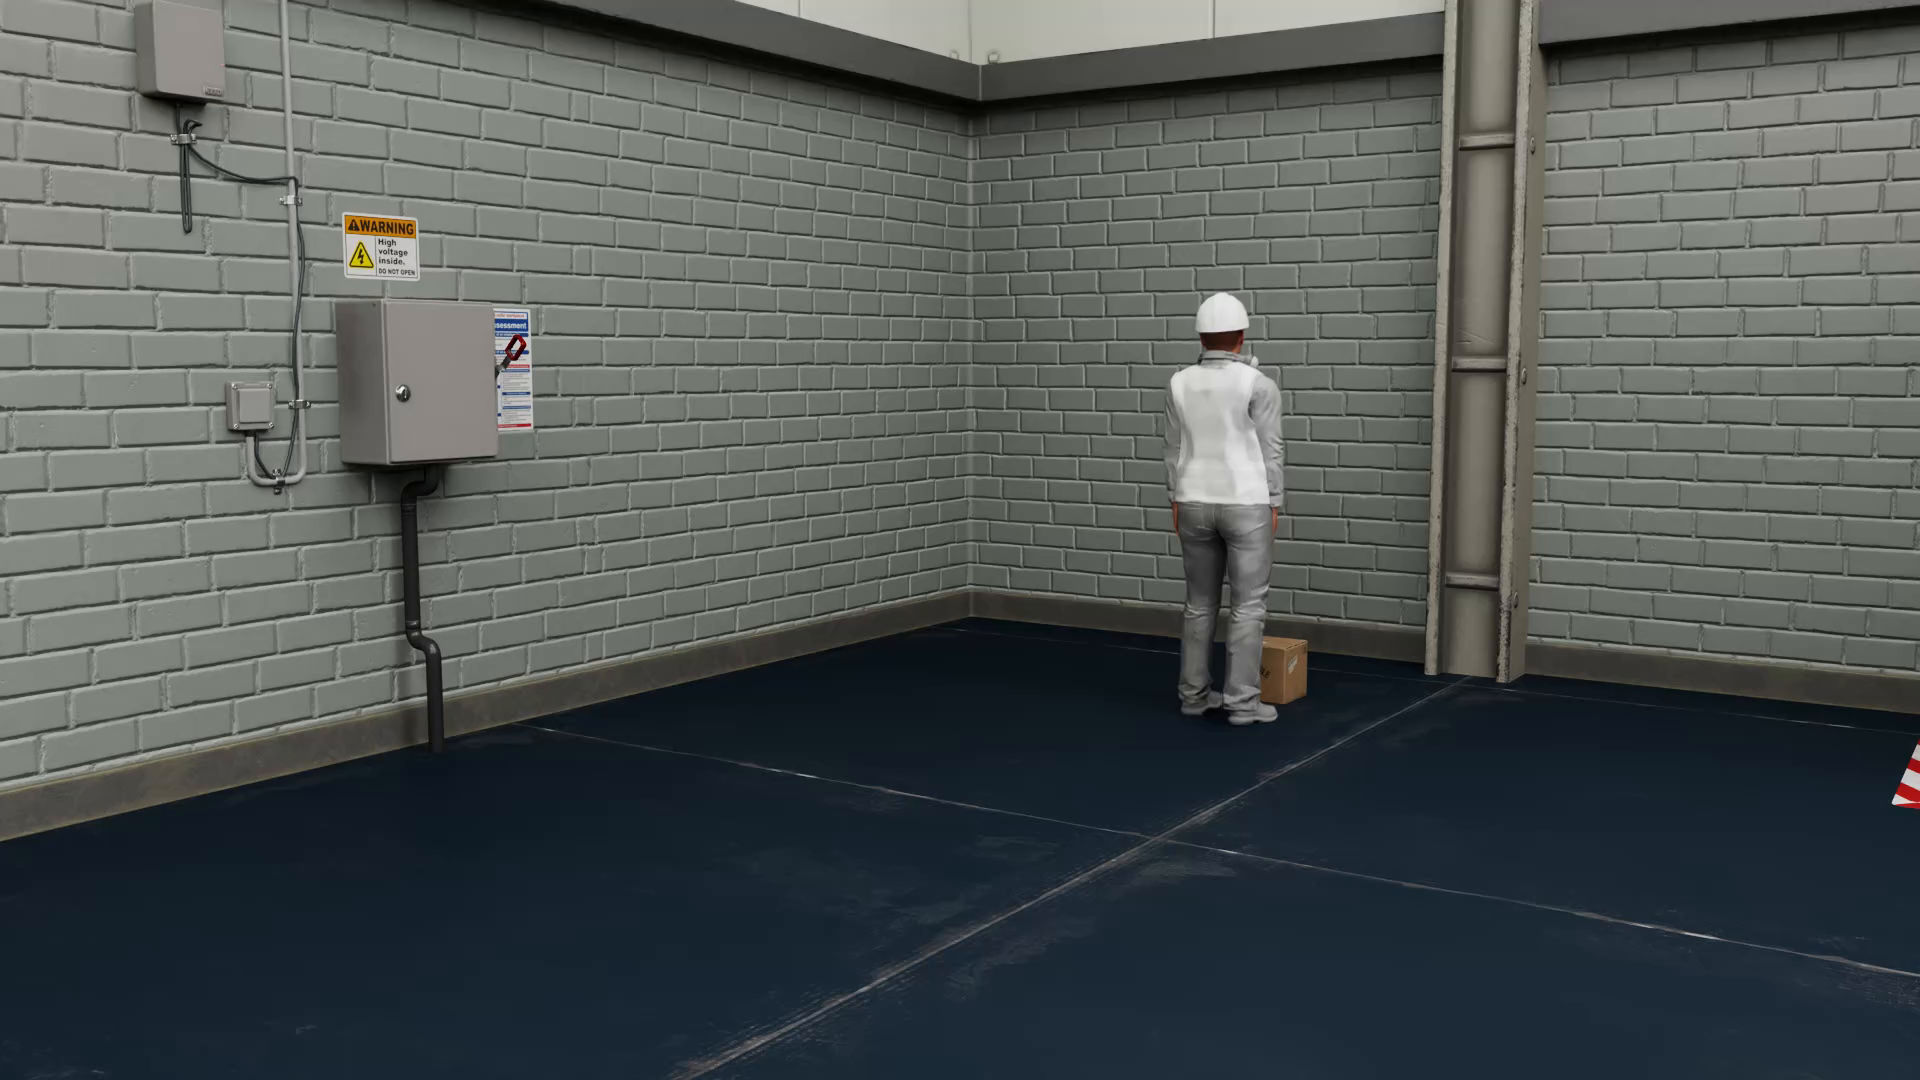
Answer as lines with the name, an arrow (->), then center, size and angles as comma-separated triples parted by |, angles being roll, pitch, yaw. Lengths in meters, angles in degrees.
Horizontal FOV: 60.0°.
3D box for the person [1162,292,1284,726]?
person -> 1.101, -0.134, 6.937 | 0.533, 1.774, 0.382 | 4, 8, 35
